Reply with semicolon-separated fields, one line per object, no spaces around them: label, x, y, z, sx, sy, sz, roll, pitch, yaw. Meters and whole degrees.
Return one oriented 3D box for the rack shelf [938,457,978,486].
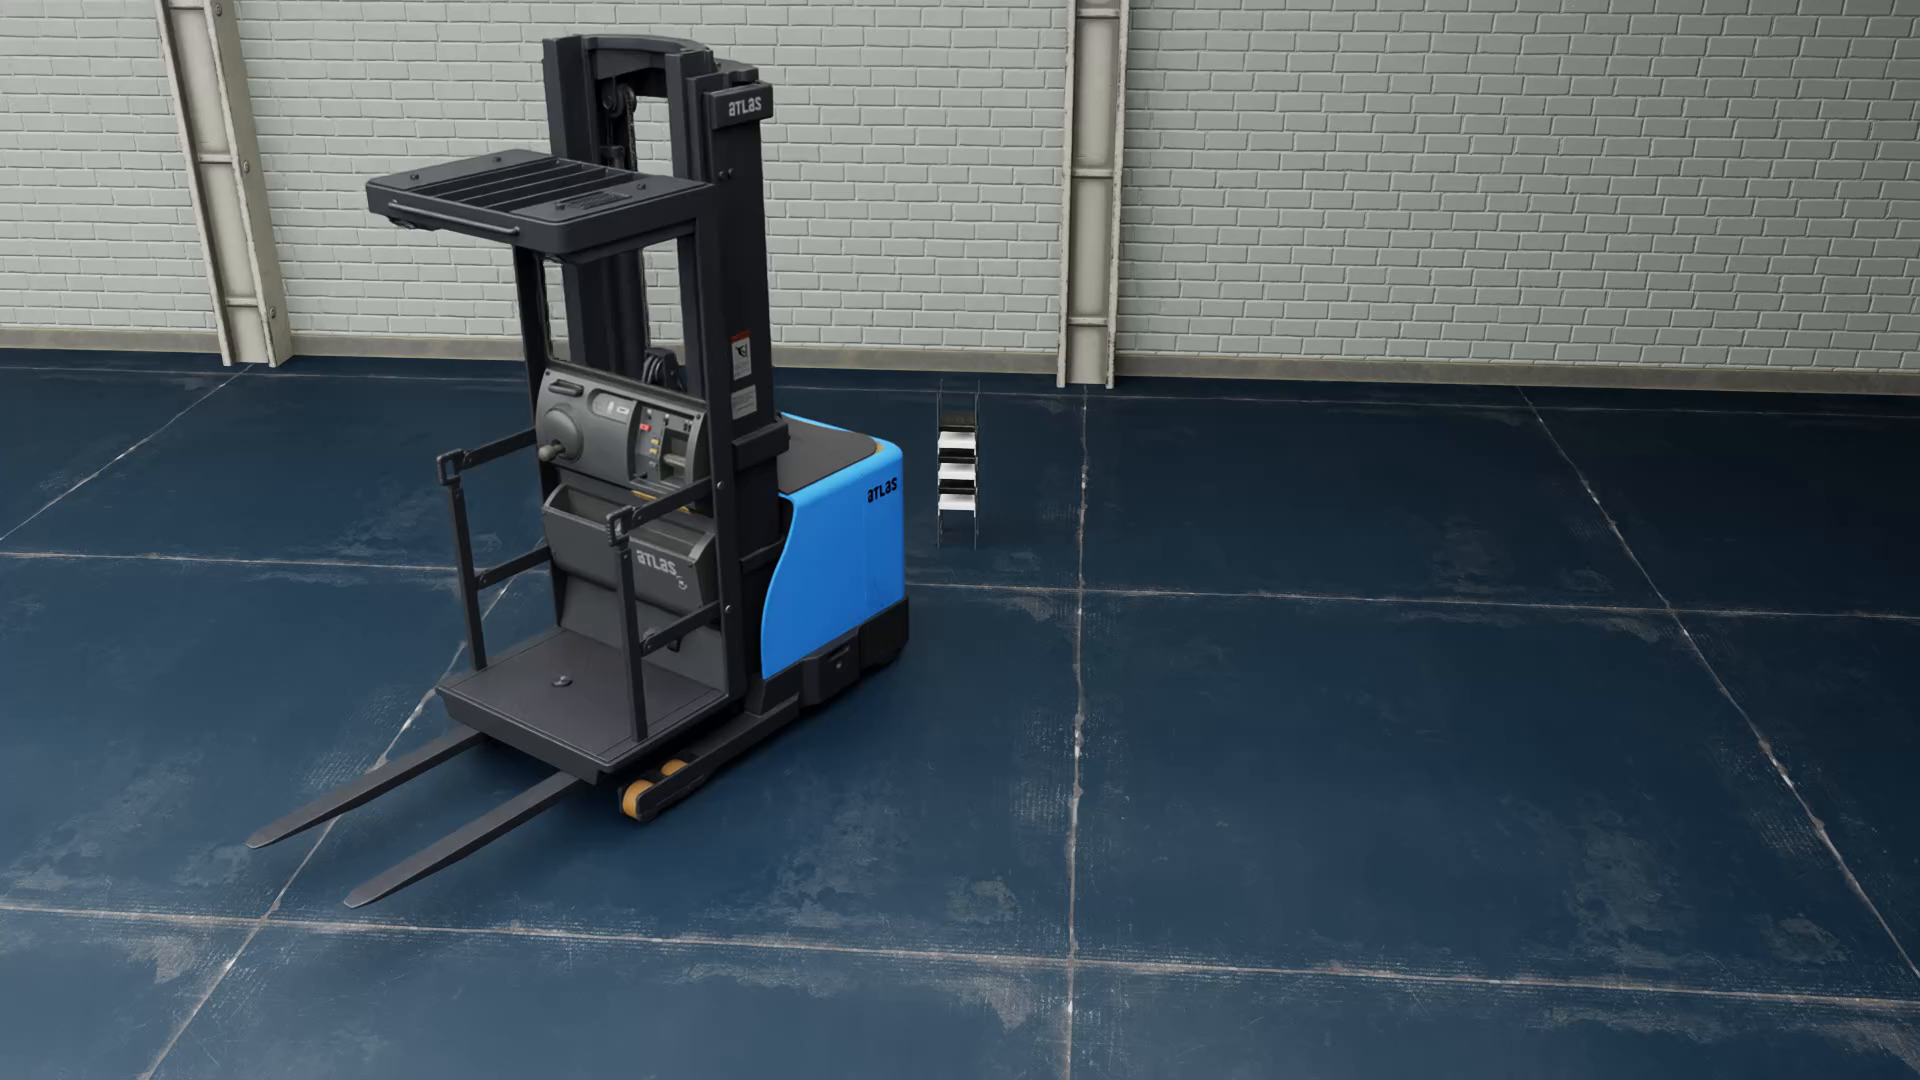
rack shelf;-0.008;-0.379;9.076;0.200;0.077;0.258;2;25;4

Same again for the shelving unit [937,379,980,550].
shelving unit;-0.008;-0.409;9.062;0.210;0.900;0.258;2;25;4

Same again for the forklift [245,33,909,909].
forklift;-1.523;-0.418;6.652;1.130;2.935;3.031;17;30;33

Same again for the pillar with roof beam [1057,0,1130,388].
pillar with roof beam;0.553;-3.416;5.908;0.400;9.000;9.100;2;25;4

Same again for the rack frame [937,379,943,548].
rack frame;-0.109;-0.412;9.070;0.006;0.900;0.240;2;25;4

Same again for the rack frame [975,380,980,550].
rack frame;0.093;-0.406;9.055;0.006;0.900;0.240;2;25;4

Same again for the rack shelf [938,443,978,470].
rack shelf;-0.008;-0.461;9.039;0.200;0.077;0.258;2;25;4

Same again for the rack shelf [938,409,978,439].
rack shelf;-0.008;-0.624;8.964;0.200;0.077;0.258;2;25;4

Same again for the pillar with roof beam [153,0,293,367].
pillar with roof beam;-5.429;-3.608;6.326;0.400;9.000;9.100;2;25;4

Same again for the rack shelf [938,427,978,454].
rack shelf;-0.008;-0.542;9.001;0.200;0.077;0.258;2;25;4

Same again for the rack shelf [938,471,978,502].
rack shelf;-0.008;-0.297;9.114;0.200;0.077;0.258;2;25;4

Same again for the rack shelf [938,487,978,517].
rack shelf;-0.008;-0.215;9.152;0.200;0.077;0.258;2;25;4
